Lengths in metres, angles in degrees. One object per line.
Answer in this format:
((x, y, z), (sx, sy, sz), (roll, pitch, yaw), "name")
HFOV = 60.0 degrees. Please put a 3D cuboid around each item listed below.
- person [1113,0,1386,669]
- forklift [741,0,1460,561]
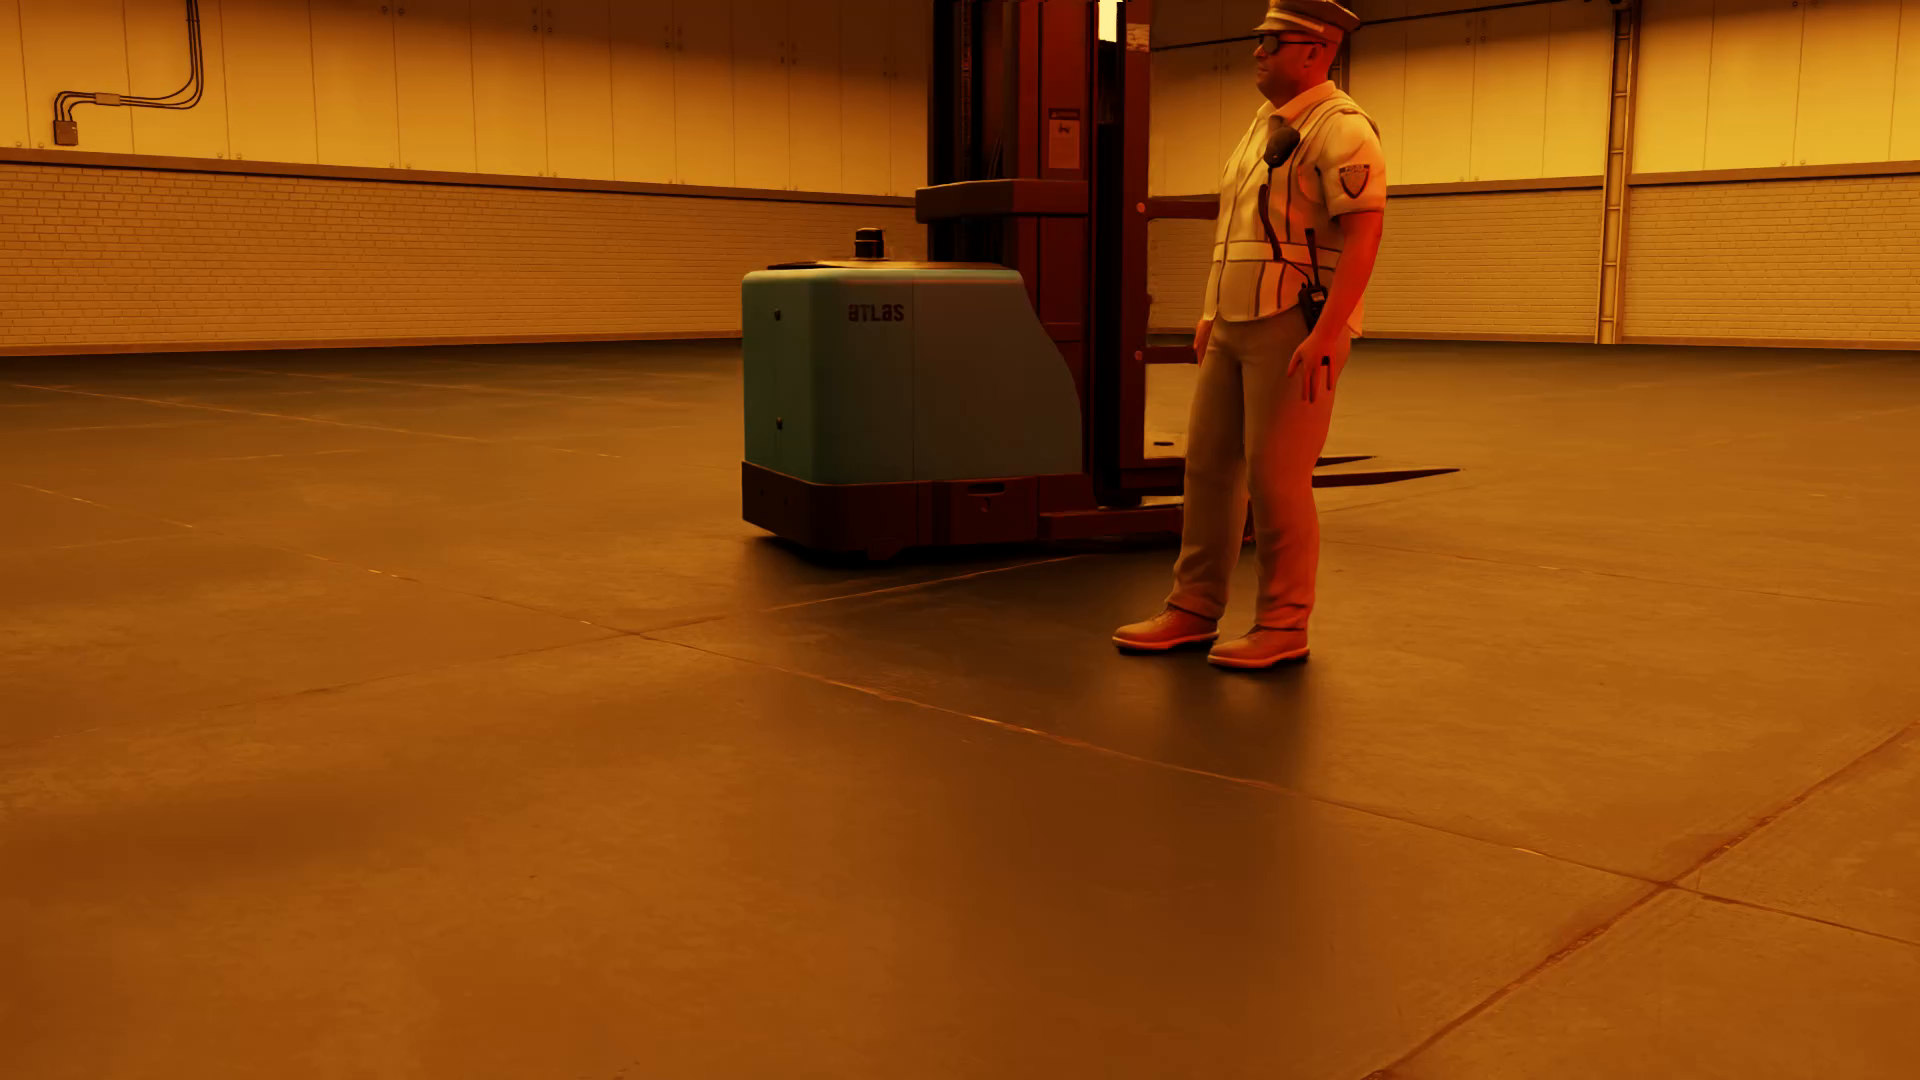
((0.769, -0.553, 4.421), (0.564, 1.776, 0.677), (-3, 9, -21), "person")
((0.673, -1.493, 6.792), (3.031, 2.935, 1.130), (-4, 9, -23), "forklift")
